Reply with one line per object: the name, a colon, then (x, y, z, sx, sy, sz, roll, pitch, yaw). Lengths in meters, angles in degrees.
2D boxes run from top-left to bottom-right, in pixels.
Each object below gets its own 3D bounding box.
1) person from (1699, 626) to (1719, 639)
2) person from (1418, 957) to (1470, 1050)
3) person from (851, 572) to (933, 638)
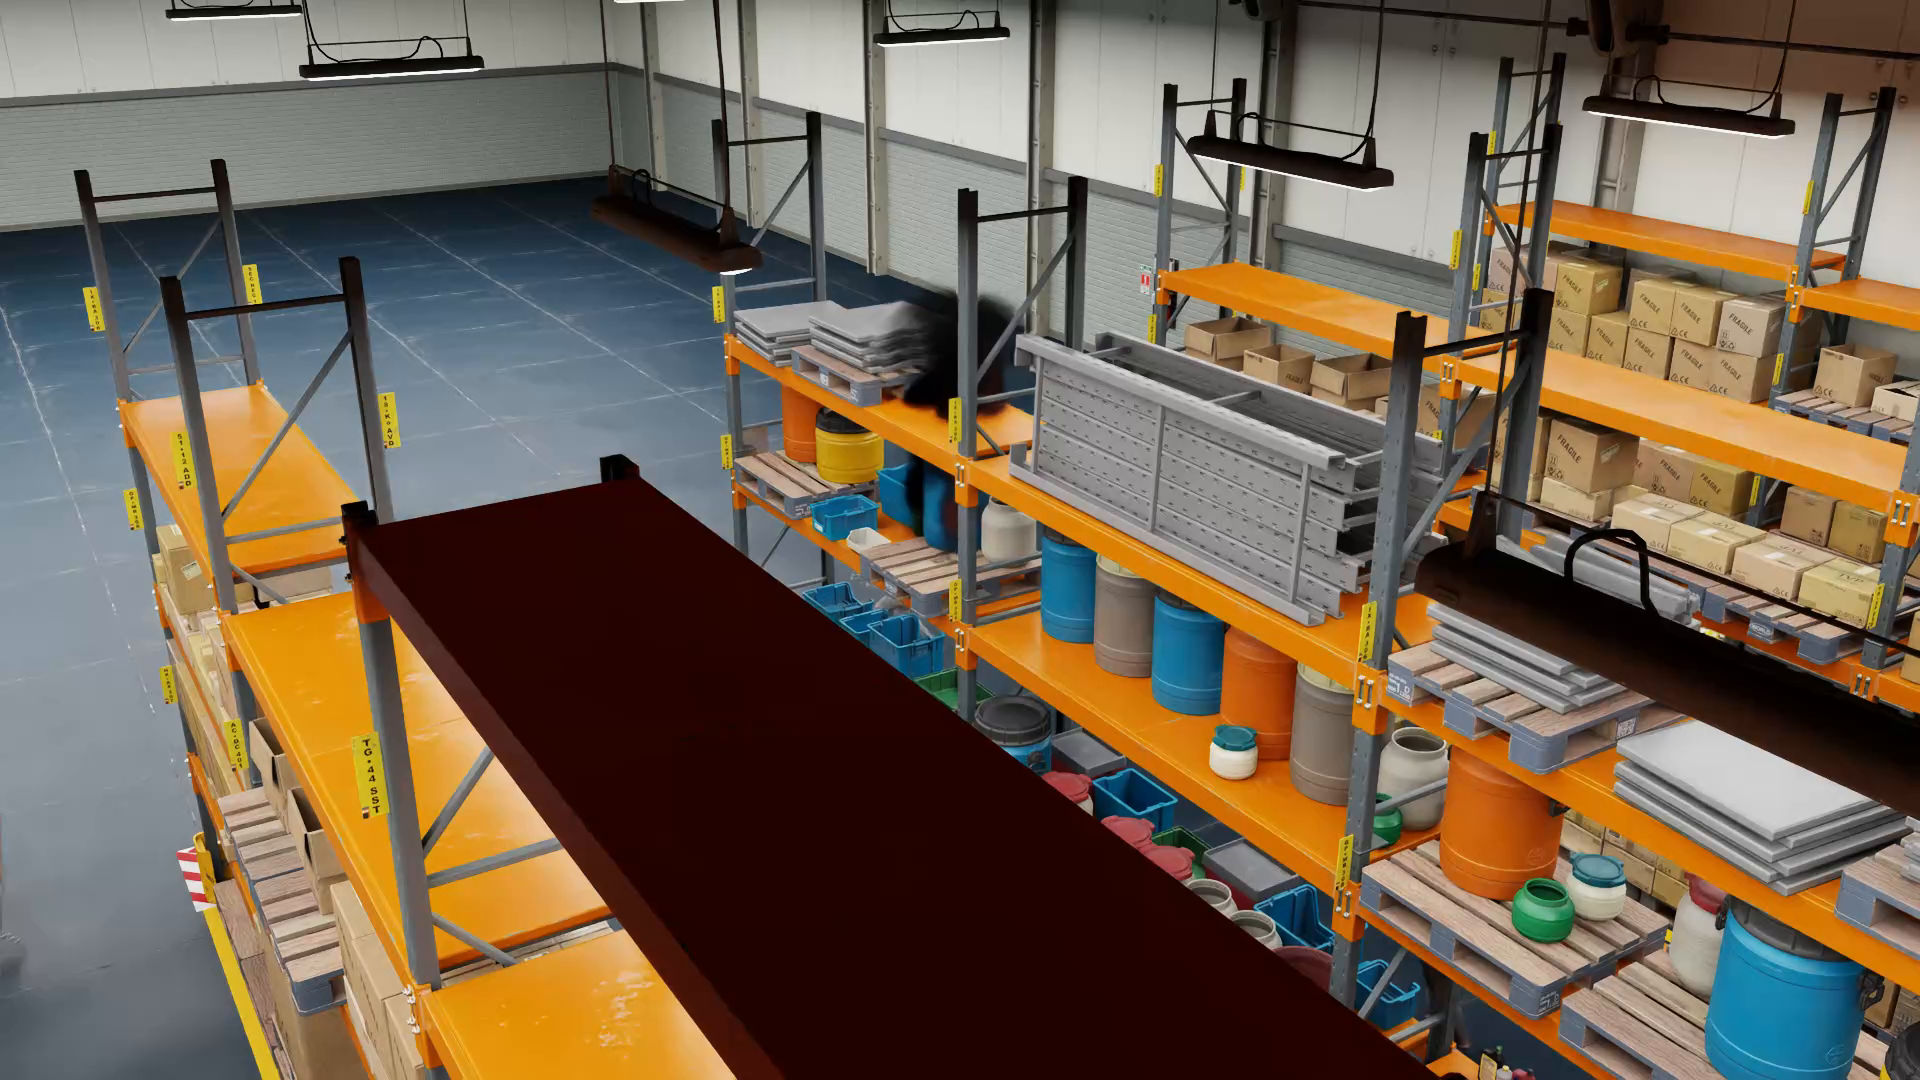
person: (7.344, 1.085, 16.499, 1.038, 1.718, 0.736, 16, 27, 35)
person: (3.478, 2.881, 12.026, 0.577, 1.689, 0.713, -15, 26, -32)
person: (-0.691, 0.624, 17.815, 0.939, 1.575, 0.651, -6, 23, -14)
